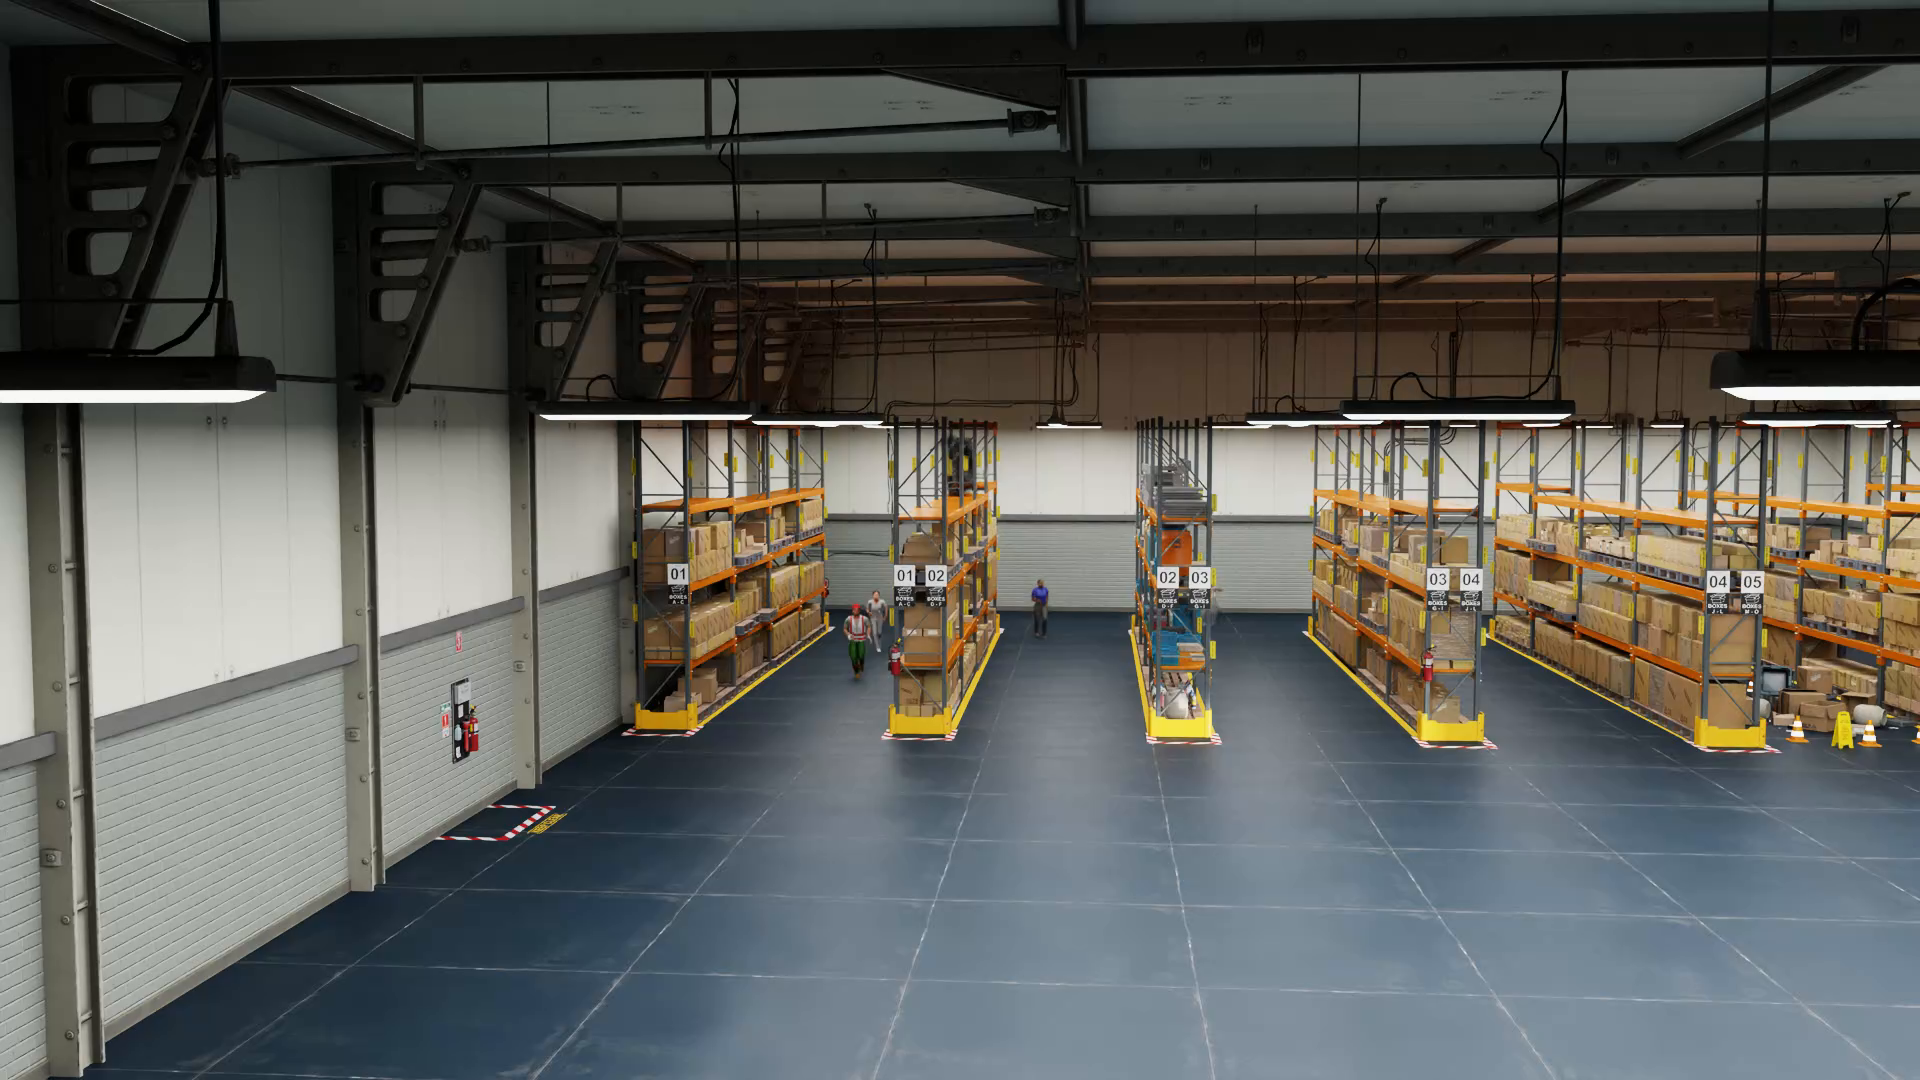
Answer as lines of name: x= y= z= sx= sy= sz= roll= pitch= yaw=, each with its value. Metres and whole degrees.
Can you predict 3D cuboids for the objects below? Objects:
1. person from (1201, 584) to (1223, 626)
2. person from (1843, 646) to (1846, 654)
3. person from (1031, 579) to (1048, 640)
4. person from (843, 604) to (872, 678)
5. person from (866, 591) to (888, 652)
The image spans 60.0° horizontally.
person: x=7.388 y=1.703 z=48.926 sx=0.731 sy=1.746 sz=0.567 roll=1 pitch=4 yaw=19
person: x=22.180 y=2.148 z=42.172 sx=0.593 sy=1.701 sz=0.759 roll=0 pitch=4 yaw=-7
person: x=2.215 y=1.916 z=45.955 sx=0.521 sy=1.714 sz=0.787 roll=0 pitch=4 yaw=-6
person: x=-2.375 y=2.341 z=38.537 sx=0.662 sy=1.734 sz=0.633 roll=0 pitch=4 yaw=-2
person: x=-2.162 y=2.102 z=43.307 sx=0.550 sy=1.611 sz=0.713 roll=0 pitch=4 yaw=3
